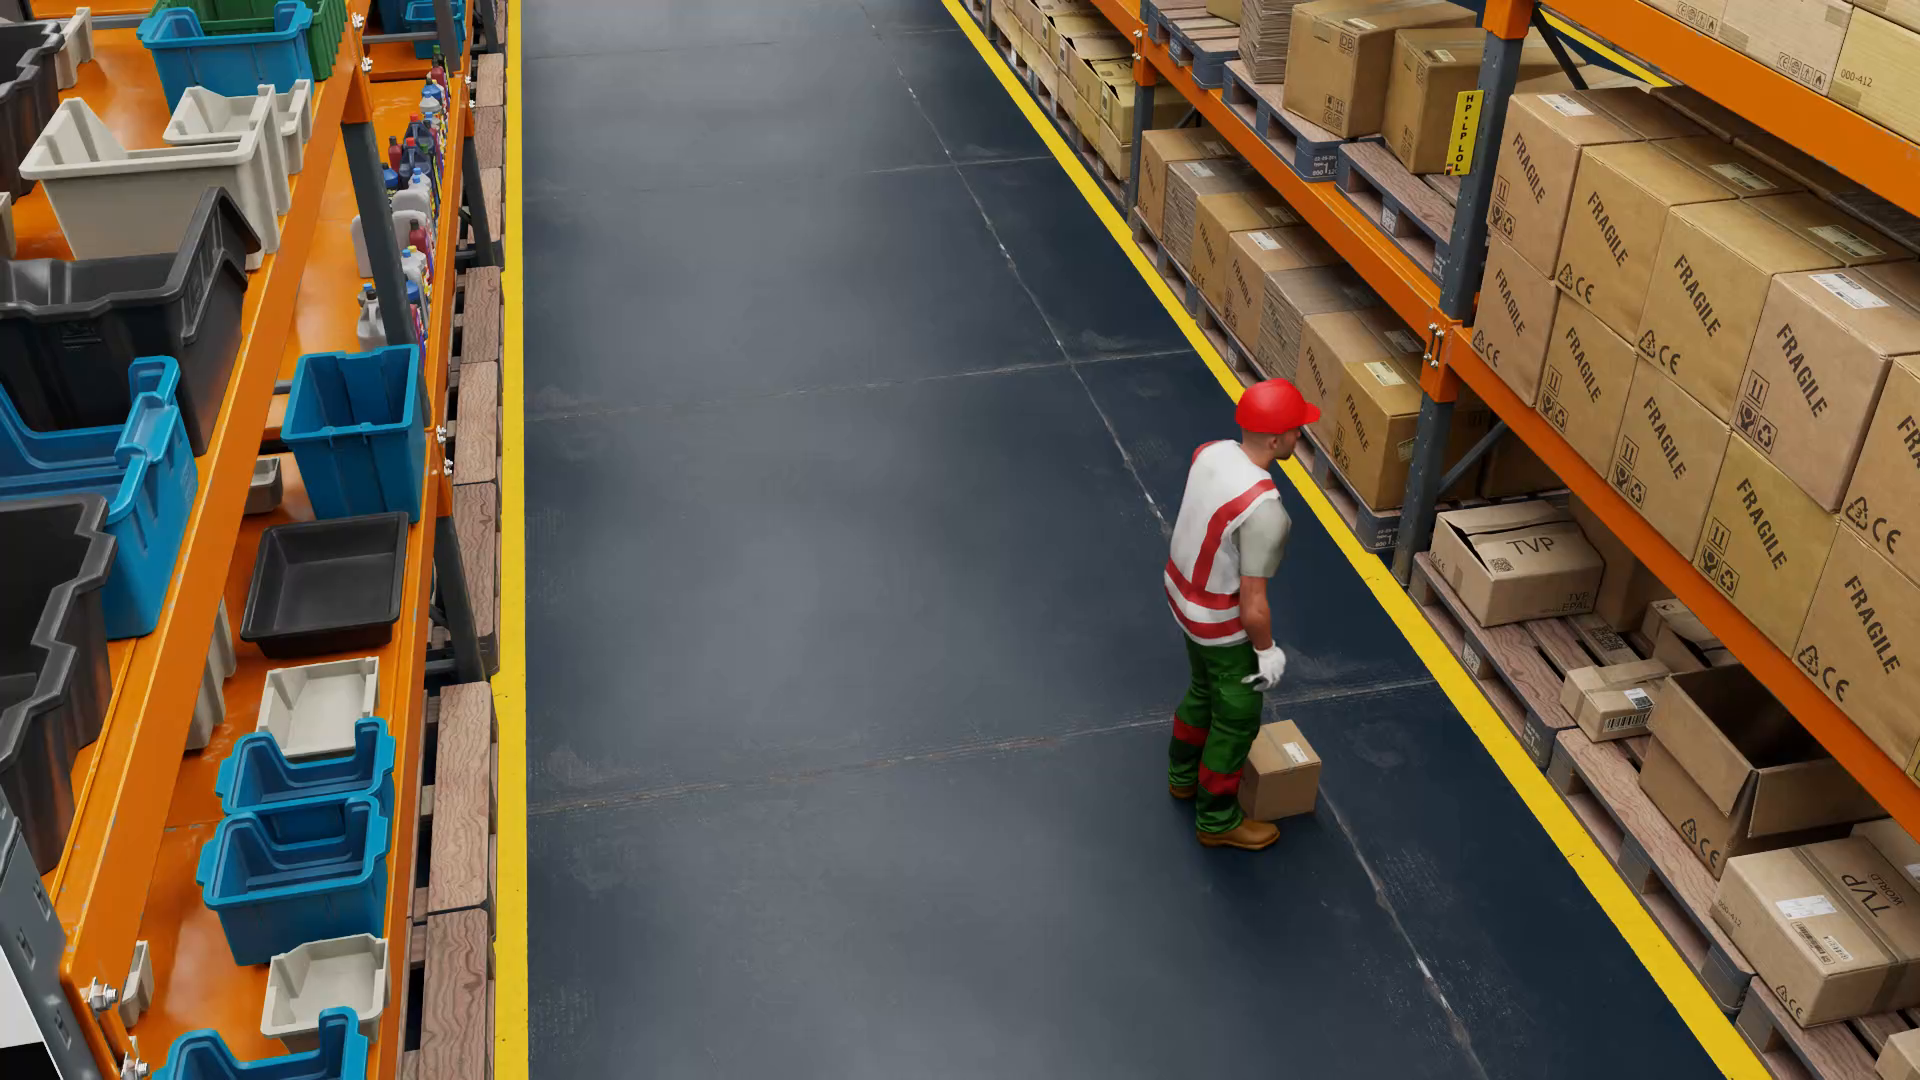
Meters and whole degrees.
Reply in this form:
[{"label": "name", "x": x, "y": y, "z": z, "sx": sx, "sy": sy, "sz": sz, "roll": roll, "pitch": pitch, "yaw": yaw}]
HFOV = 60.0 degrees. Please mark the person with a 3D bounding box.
[{"label": "person", "x": 0.947, "y": 0.255, "z": 5.751, "sx": 0.454, "sy": 1.779, "sz": 0.620, "roll": -8, "pitch": 35, "yaw": -12}]
